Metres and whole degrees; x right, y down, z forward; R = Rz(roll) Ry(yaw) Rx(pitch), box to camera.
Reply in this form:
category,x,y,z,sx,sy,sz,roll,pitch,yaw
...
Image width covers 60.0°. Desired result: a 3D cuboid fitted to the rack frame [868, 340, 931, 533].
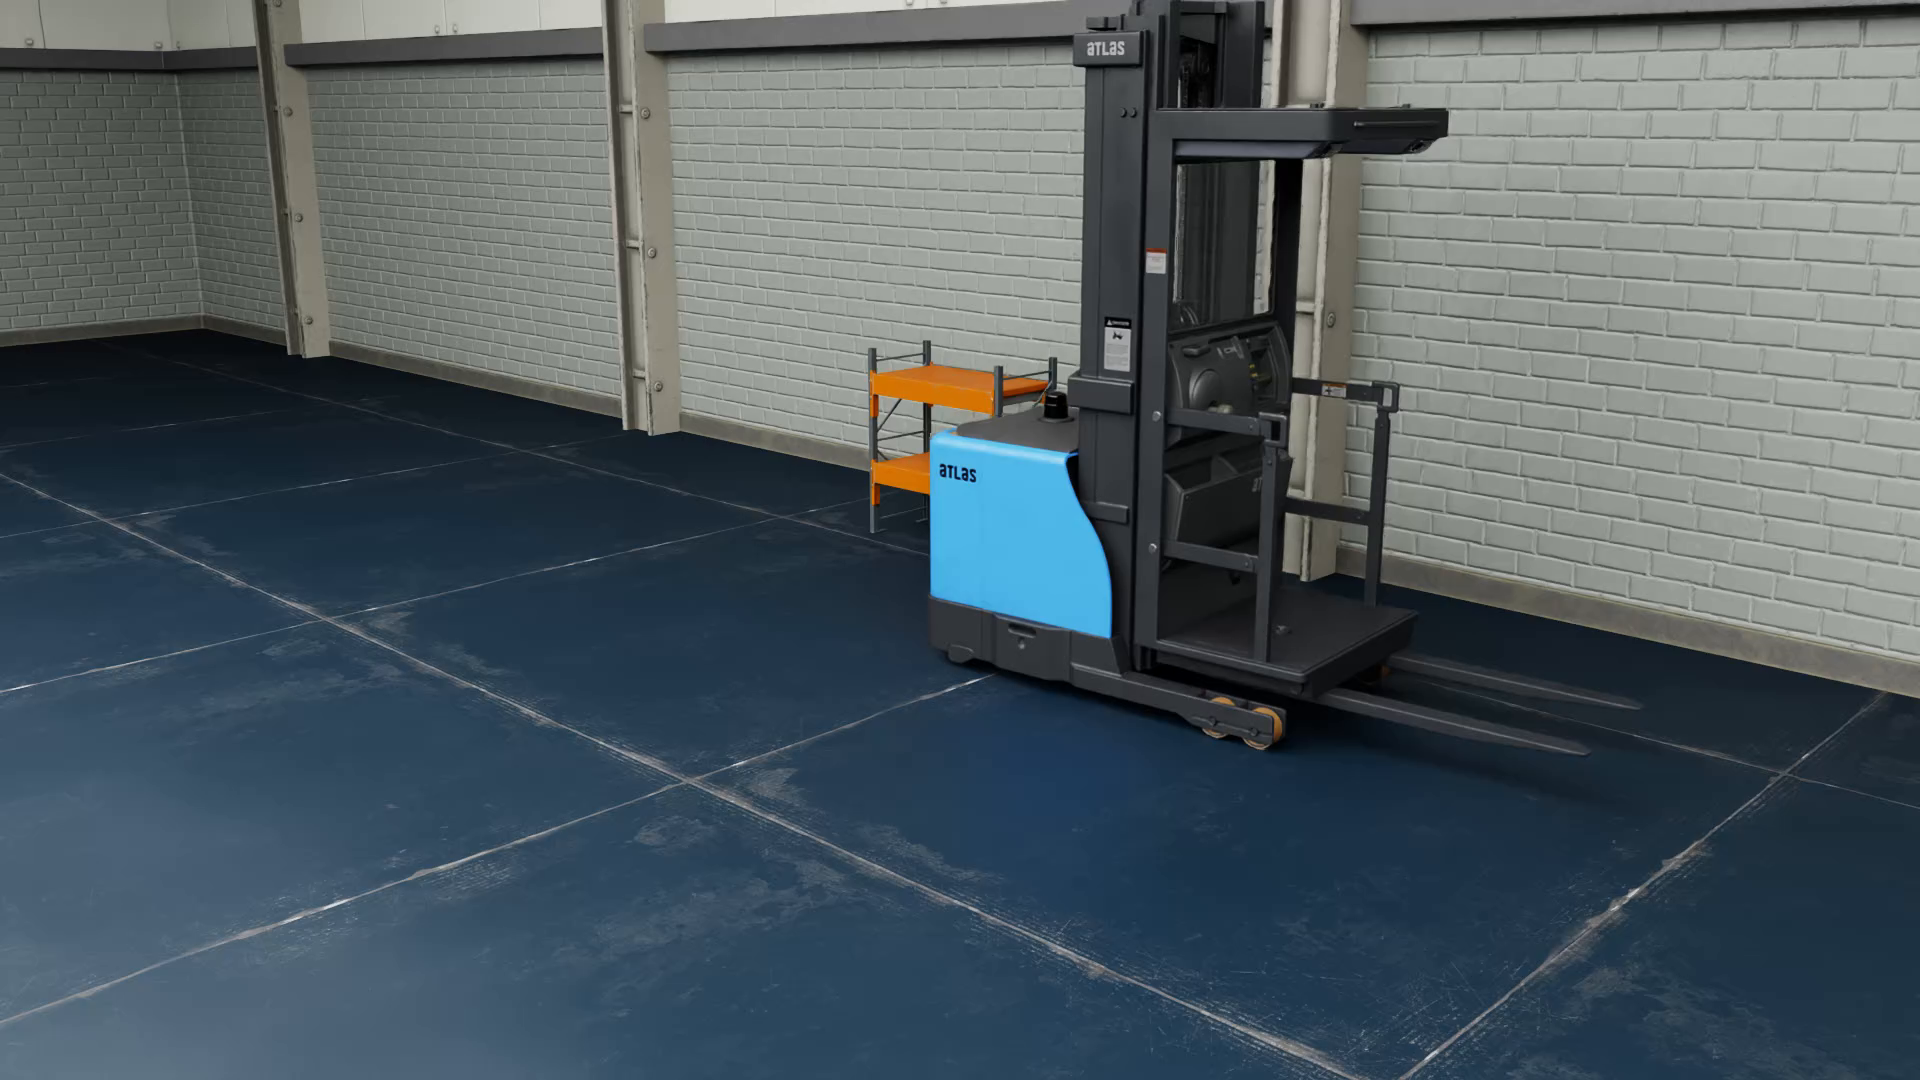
category,x,y,z,sx,sy,sz,roll,pitch,yaw
rack frame,-0.361,-0.632,10.127,0.032,1.125,0.500,14,20,42

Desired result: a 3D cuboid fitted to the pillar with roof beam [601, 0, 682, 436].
category,x,y,z,sx,sy,sz,roll,pitch,yaw
pillar with roof beam,-5.448,-4.456,9.188,0.400,9.000,9.100,14,20,42

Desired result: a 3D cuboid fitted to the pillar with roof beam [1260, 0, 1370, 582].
category,x,y,z,sx,sy,sz,roll,pitch,yaw
pillar with roof beam,-1.129,-3.406,5.158,0.400,9.000,9.100,14,20,42

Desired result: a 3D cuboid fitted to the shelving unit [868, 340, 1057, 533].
category,x,y,z,sx,sy,sz,roll,pitch,yaw
shelving unit,0.005,-0.543,9.786,1.048,1.125,0.538,14,20,42

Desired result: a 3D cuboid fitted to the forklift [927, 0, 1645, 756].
category,x,y,z,sx,sy,sz,roll,pitch,yaw
forklift,1.311,-0.726,6.904,3.031,2.935,1.130,12,19,37

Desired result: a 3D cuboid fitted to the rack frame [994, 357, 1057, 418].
category,x,y,z,sx,sy,sz,roll,pitch,yaw
rack frame,0.371,-0.454,9.444,0.032,1.125,0.500,14,20,42

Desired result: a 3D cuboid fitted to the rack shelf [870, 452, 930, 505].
category,x,y,z,sx,sy,sz,roll,pitch,yaw
rack shelf,0.005,-0.307,9.847,1.000,0.278,0.538,14,20,42

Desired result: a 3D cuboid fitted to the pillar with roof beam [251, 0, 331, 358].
category,x,y,z,sx,sy,sz,roll,pitch,yaw
pillar with roof beam,-9.767,-5.506,13.218,0.400,9.000,9.100,14,20,42

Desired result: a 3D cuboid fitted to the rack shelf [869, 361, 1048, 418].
category,x,y,z,sx,sy,sz,roll,pitch,yaw
rack shelf,0.005,-0.826,9.712,1.000,0.278,0.538,14,20,42
